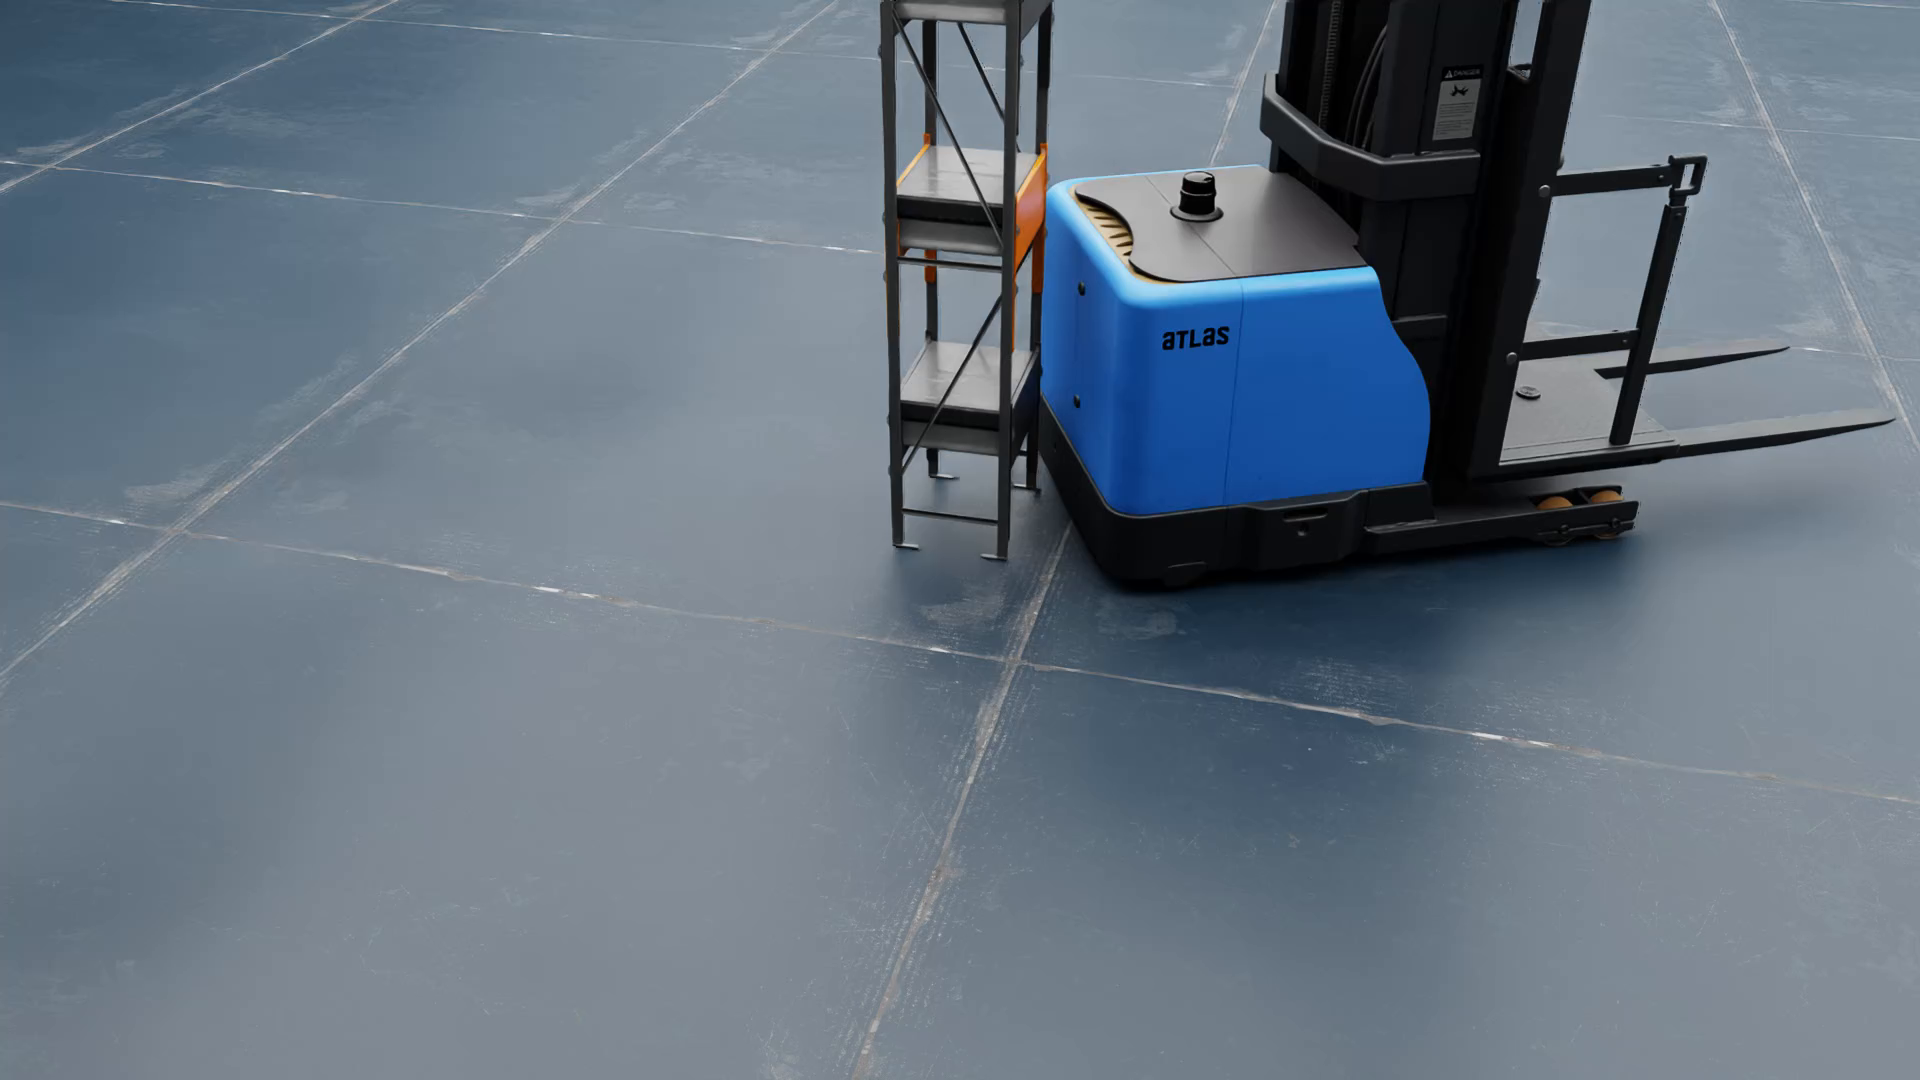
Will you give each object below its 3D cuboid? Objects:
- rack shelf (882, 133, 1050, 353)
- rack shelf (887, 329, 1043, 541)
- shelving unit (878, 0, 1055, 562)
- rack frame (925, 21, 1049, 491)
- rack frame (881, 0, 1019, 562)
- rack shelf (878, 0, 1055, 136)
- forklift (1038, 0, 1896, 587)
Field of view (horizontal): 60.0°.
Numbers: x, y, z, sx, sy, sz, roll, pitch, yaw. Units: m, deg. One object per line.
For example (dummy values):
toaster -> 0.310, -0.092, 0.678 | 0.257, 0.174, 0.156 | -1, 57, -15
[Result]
rack shelf -> 0.025, -0.957, 5.322 | 0.431, 0.518, 0.480 | 8, 33, 11
rack shelf -> 0.023, -0.366, 5.696 | 0.431, 0.518, 0.480 | 8, 33, 11
shelving unit -> 0.025, -0.969, 5.314 | 0.431, 2.100, 0.503 | 8, 33, 11
rack frame -> 0.083, -1.095, 5.515 | 0.400, 2.100, 0.015 | 8, 33, 11
rack frame -> -0.032, -0.842, 5.114 | 0.400, 2.100, 0.015 | 8, 33, 11
rack shelf -> 0.027, -1.549, 4.947 | 0.431, 0.518, 0.480 | 8, 33, 11
forklift -> 1.848, -1.486, 5.356 | 3.031, 2.935, 1.130 | -7, 33, -11
